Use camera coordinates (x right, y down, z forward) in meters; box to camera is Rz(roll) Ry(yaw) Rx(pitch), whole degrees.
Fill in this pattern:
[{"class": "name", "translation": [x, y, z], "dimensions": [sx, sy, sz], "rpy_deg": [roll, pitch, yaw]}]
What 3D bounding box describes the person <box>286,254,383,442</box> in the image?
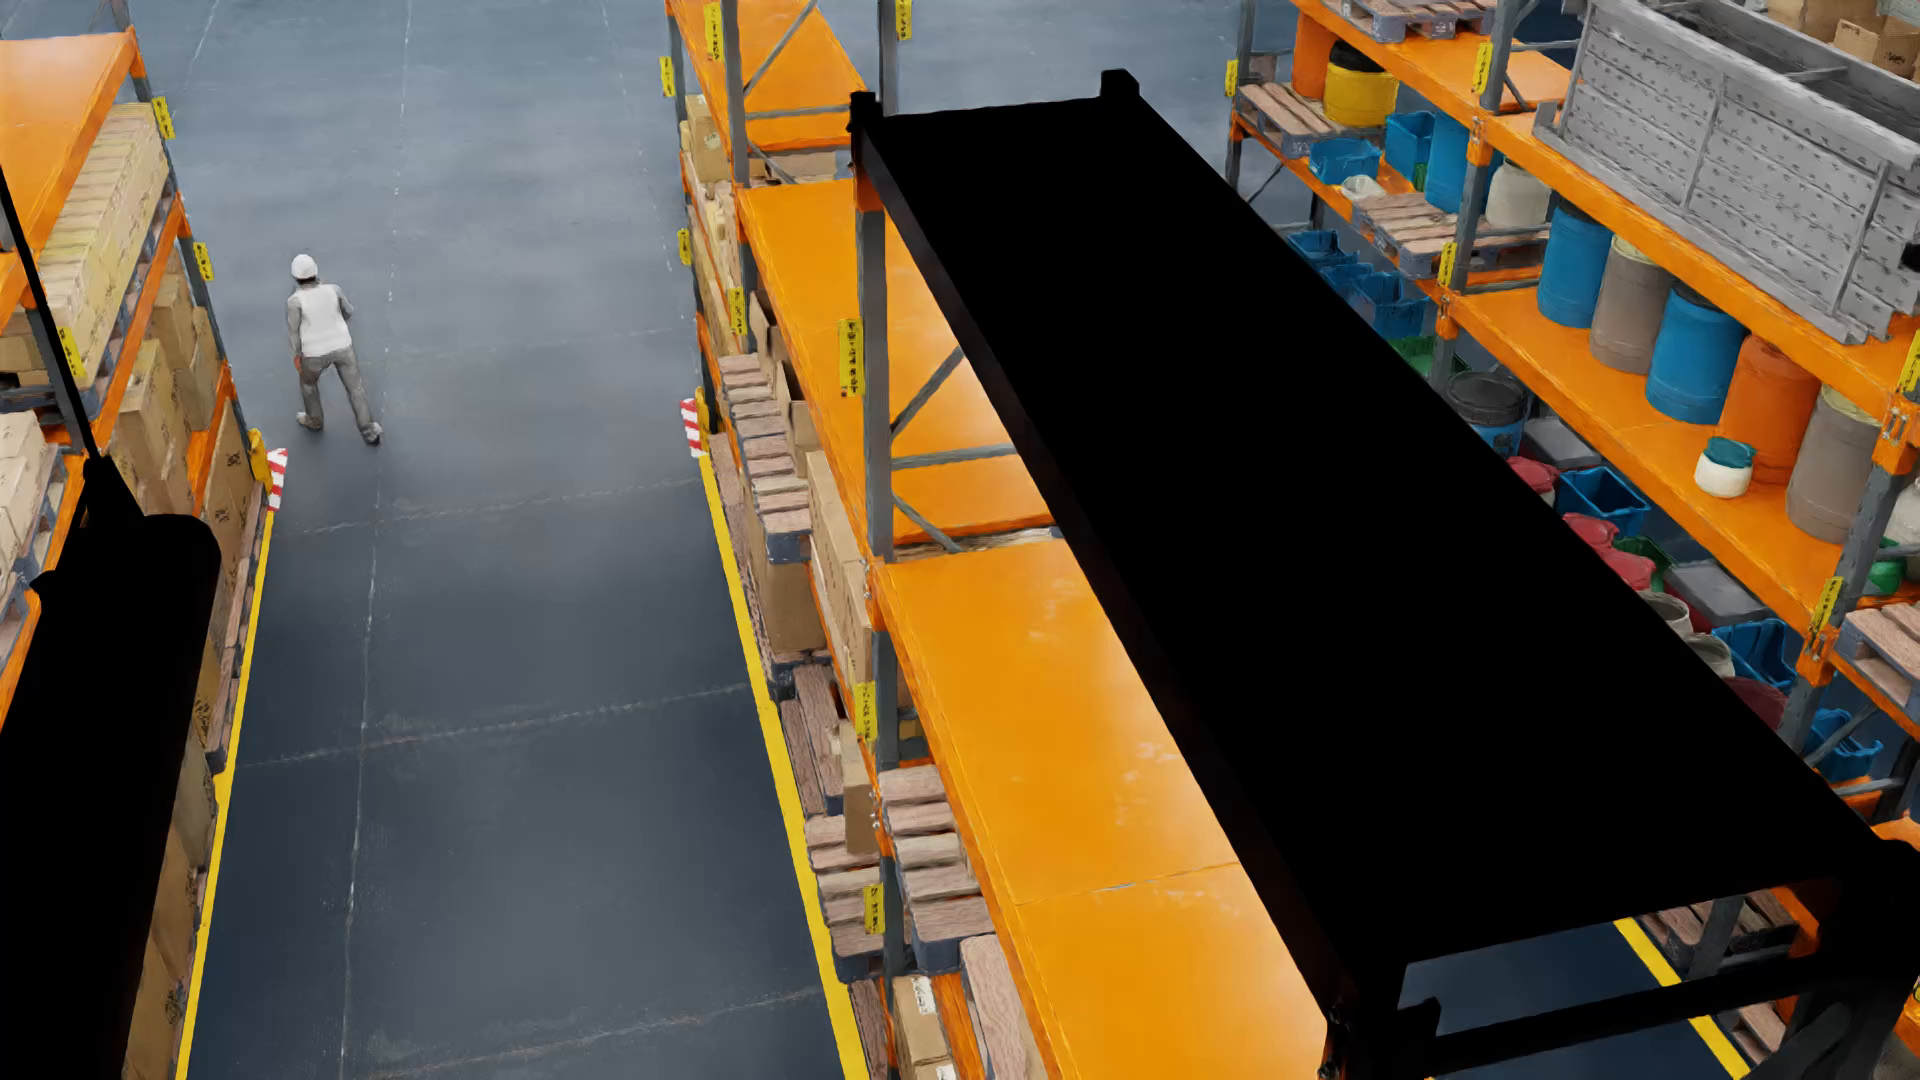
[{"class": "person", "translation": [-5.776, -1.744, 15.113], "dimensions": [0.688, 1.710, 0.825], "rpy_deg": [-19, 39, -26]}]
